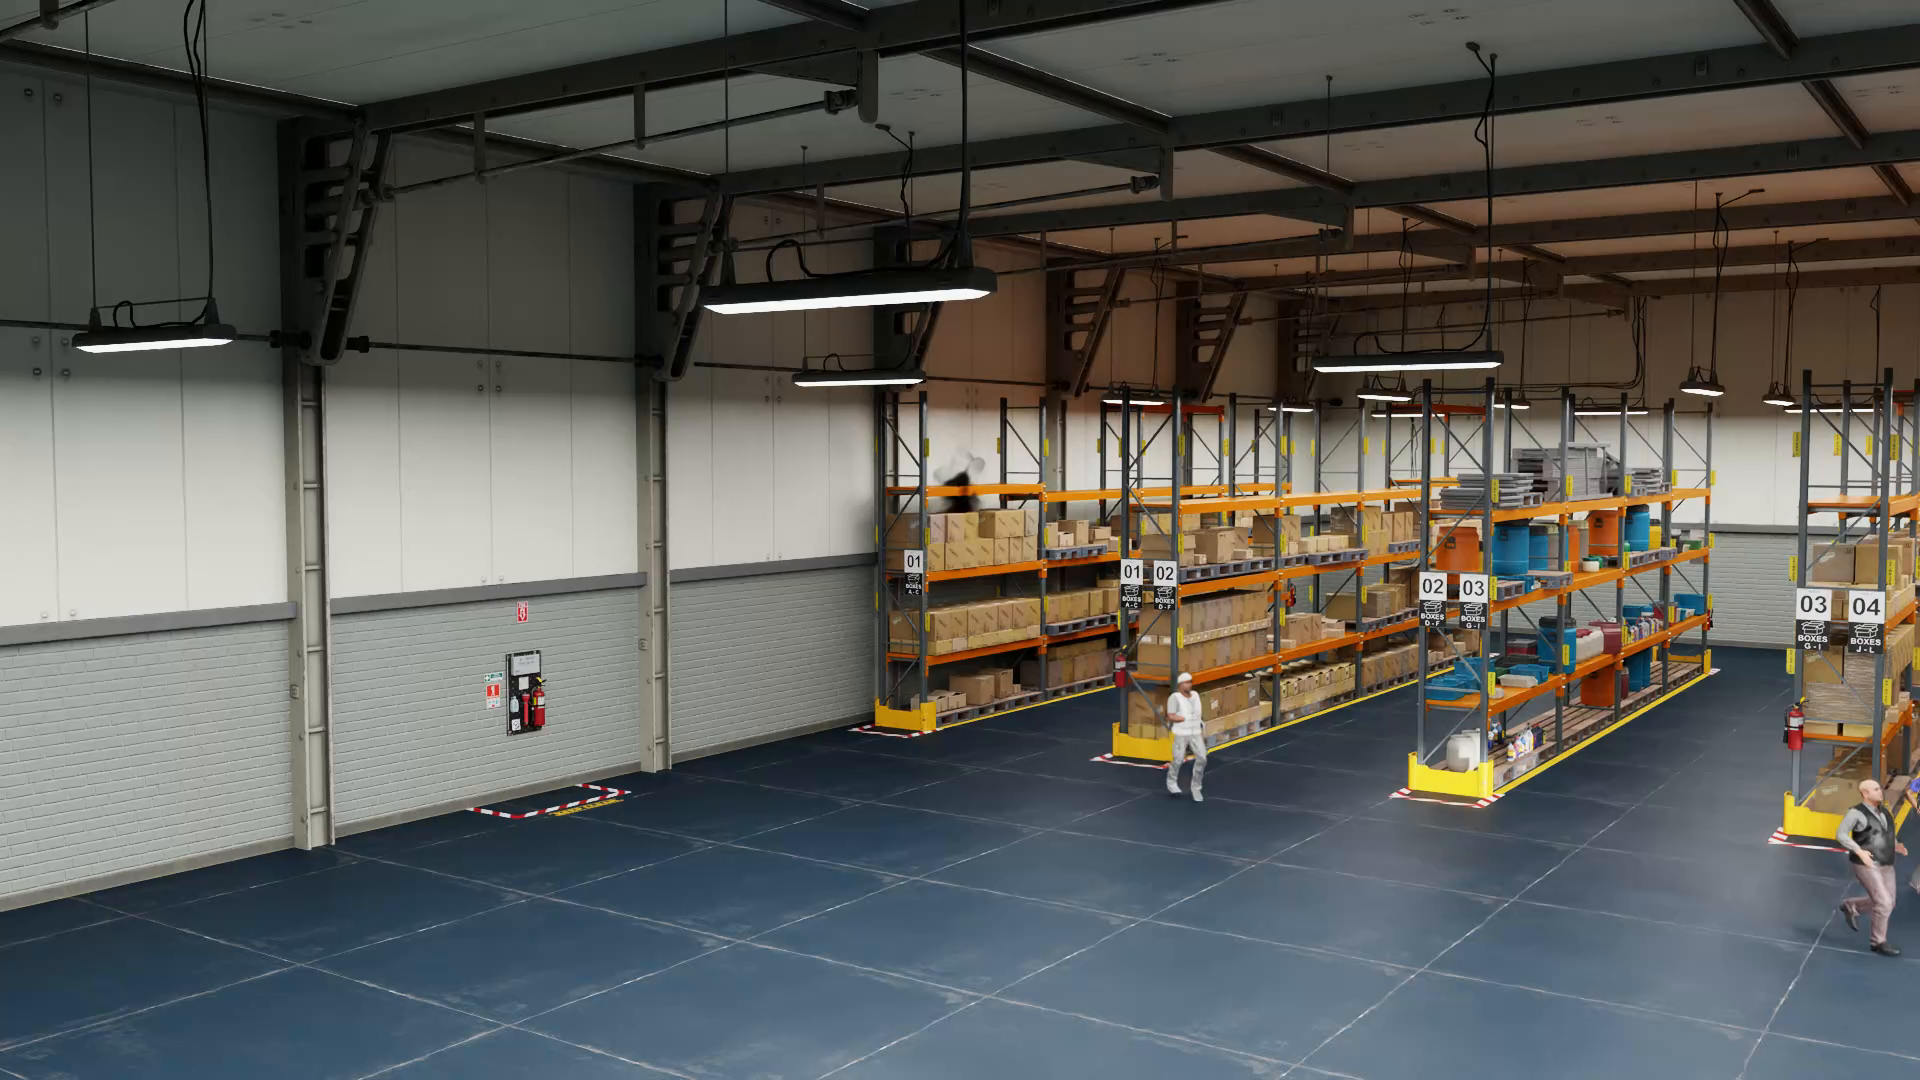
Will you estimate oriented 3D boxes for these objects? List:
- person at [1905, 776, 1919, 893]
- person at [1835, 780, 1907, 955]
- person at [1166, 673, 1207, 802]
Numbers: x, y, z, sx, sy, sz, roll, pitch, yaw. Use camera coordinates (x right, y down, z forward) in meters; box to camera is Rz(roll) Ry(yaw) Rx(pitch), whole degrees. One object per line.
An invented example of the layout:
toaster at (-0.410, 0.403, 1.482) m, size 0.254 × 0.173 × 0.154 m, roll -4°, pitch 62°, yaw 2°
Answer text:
person at (10.754, 3.176, 18.232) m, size 0.554 × 1.717 × 0.732 m, roll -1°, pitch 3°, yaw -20°
person at (9.084, 3.238, 16.624) m, size 0.666 × 1.683 × 0.753 m, roll -1°, pitch 3°, yaw -23°
person at (3.232, 2.801, 23.646) m, size 0.658 × 1.837 × 0.758 m, roll -1°, pitch 3°, yaw -23°
